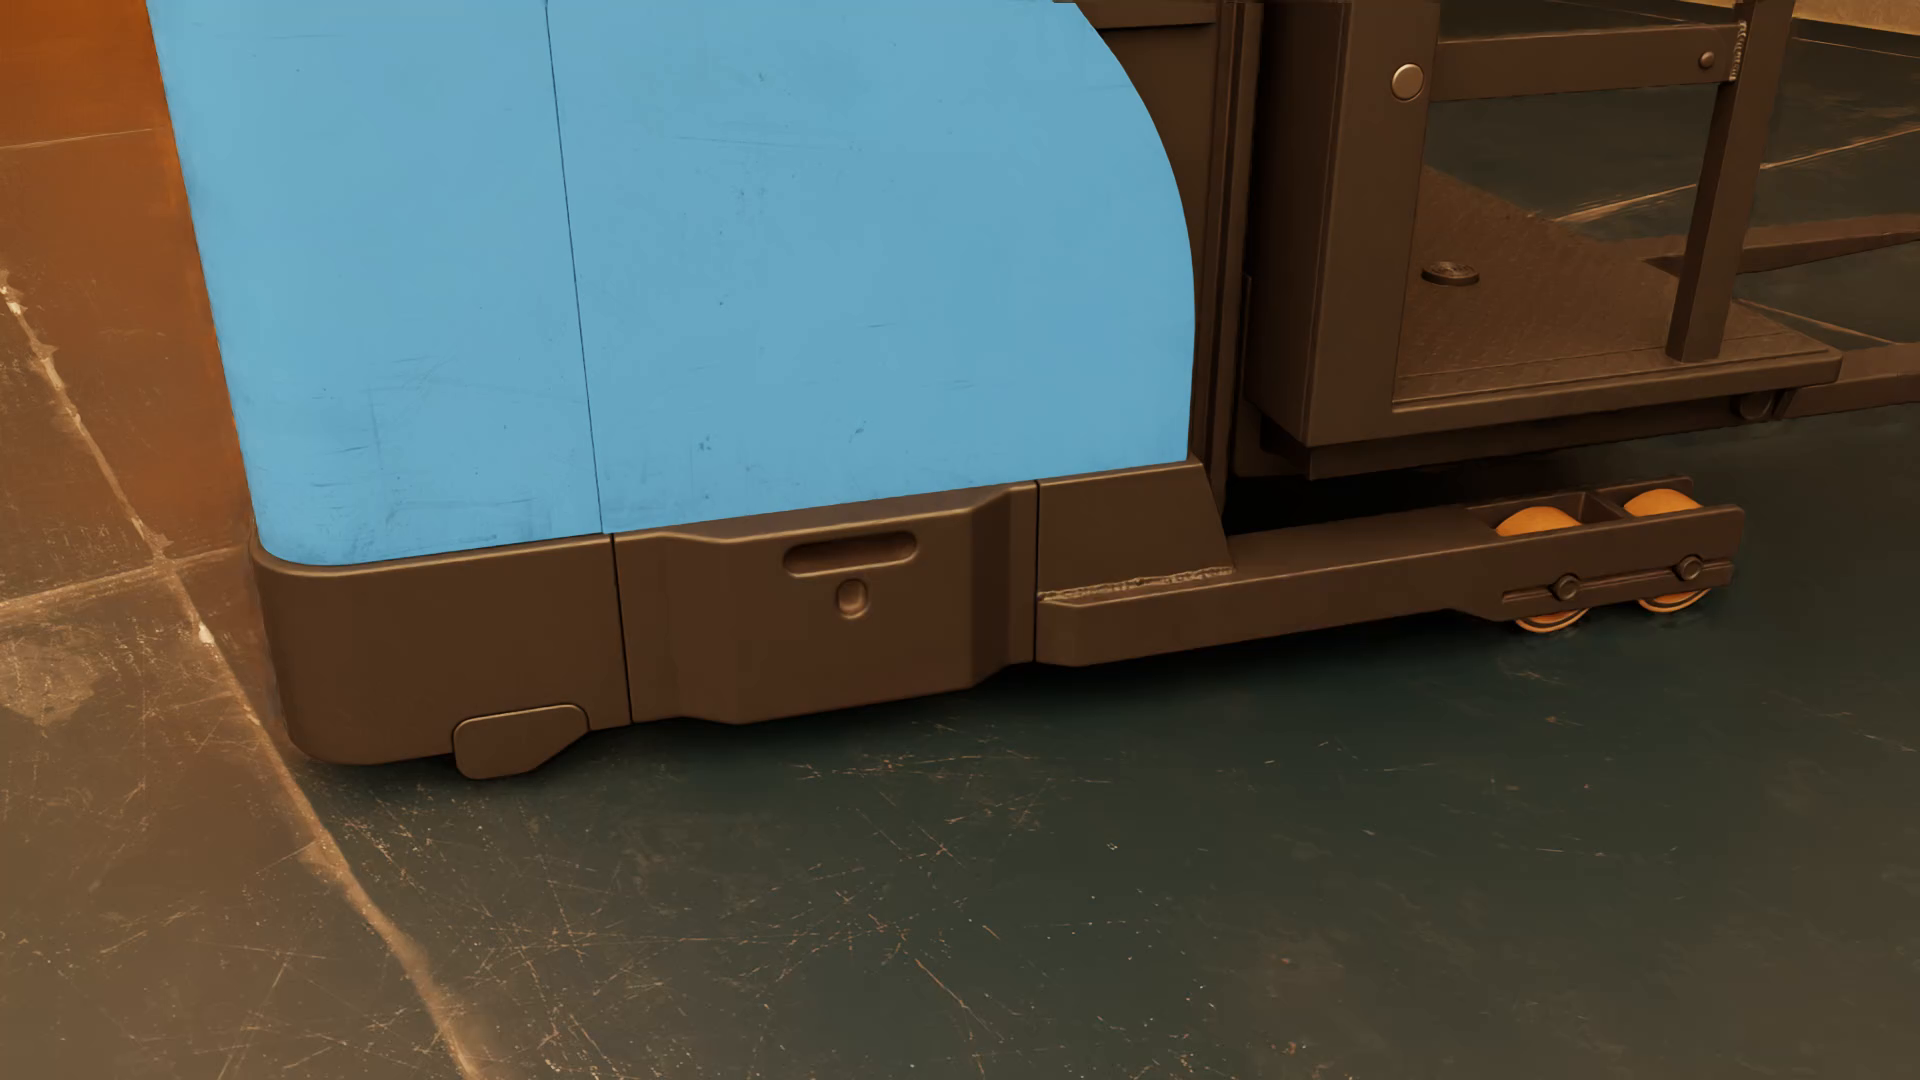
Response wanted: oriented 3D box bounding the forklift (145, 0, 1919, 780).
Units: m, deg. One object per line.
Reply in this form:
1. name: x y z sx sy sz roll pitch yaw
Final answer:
1. forklift: 0.559 -1.404 2.030 3.031 2.935 1.130 -8 28 -15
